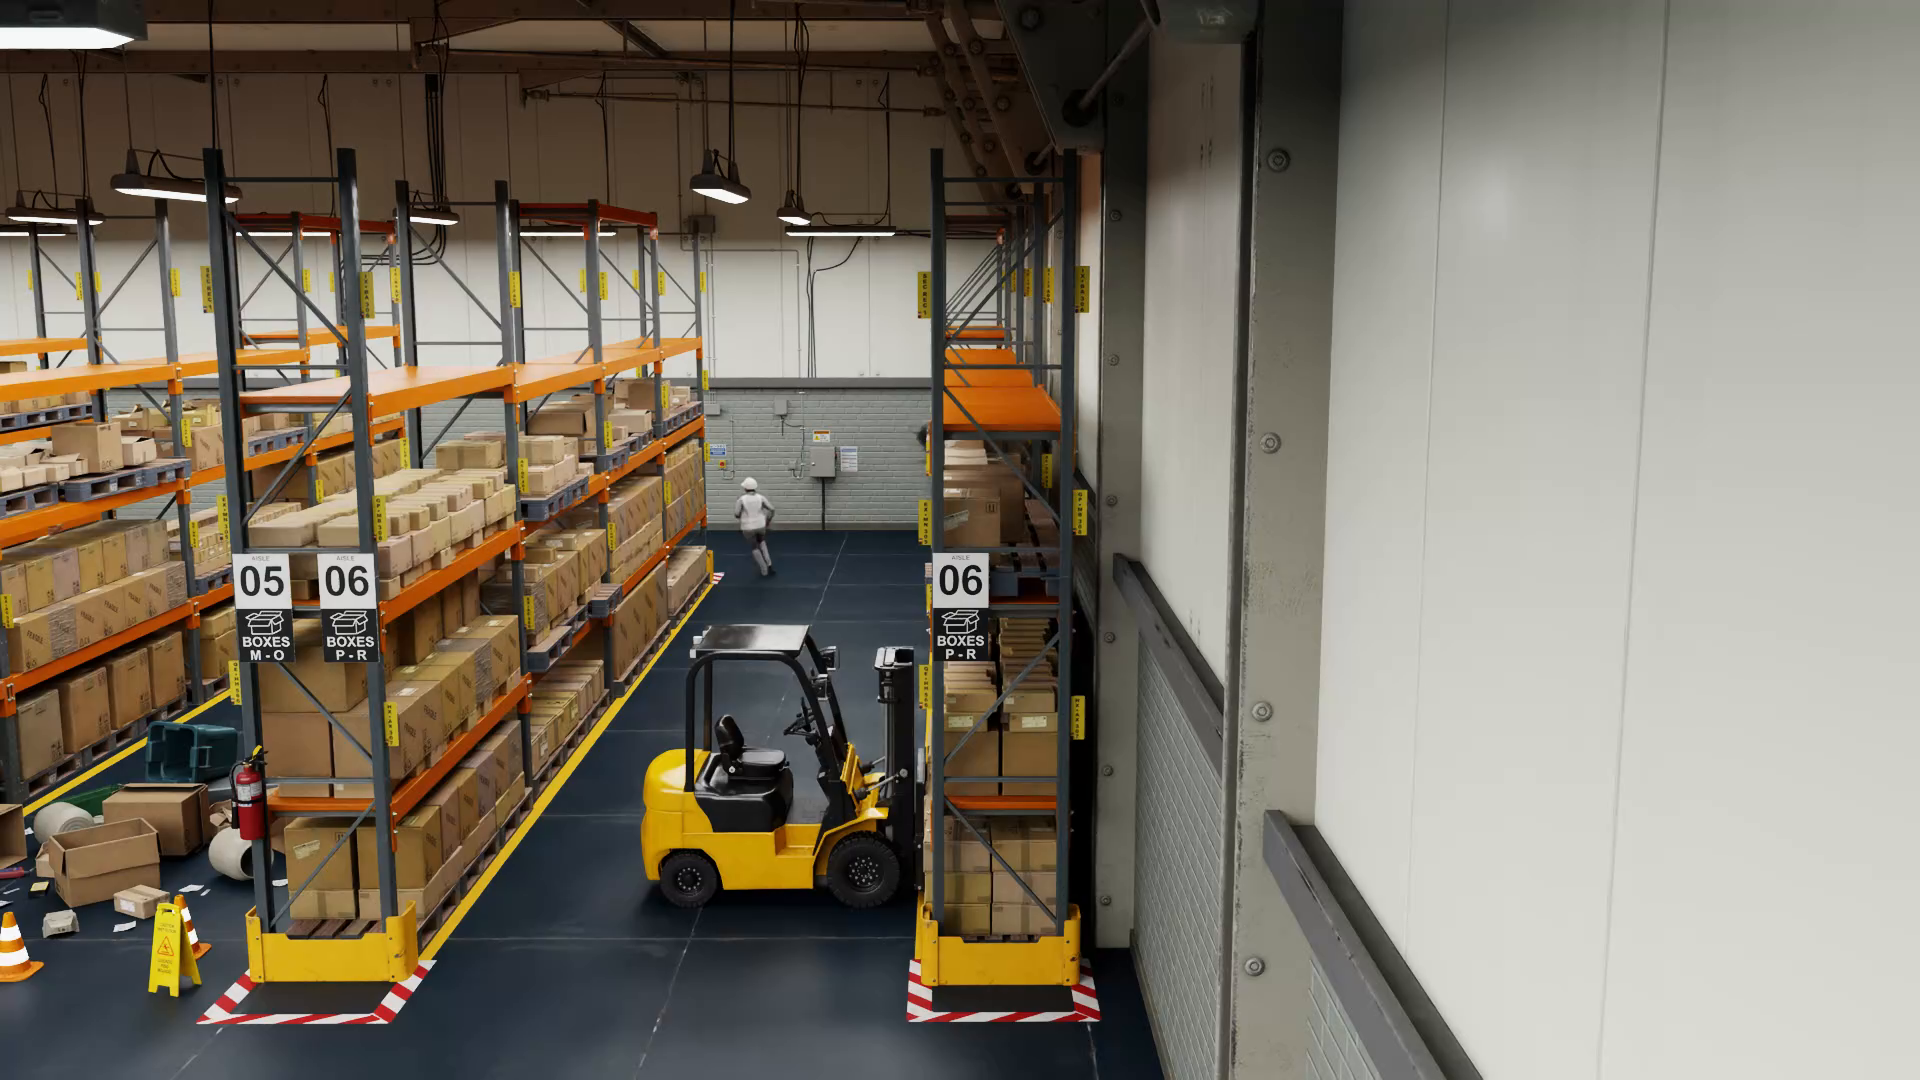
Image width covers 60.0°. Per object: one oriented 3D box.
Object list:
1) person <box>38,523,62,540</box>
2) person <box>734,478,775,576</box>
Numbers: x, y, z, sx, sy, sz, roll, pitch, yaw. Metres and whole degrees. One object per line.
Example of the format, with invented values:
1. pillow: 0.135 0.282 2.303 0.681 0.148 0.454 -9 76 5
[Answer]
1. person: -12.820 0.526 23.664 0.705 1.743 0.835 -1 9 -8
2. person: -3.545 -0.229 28.671 0.746 1.741 0.606 -4 10 -22
